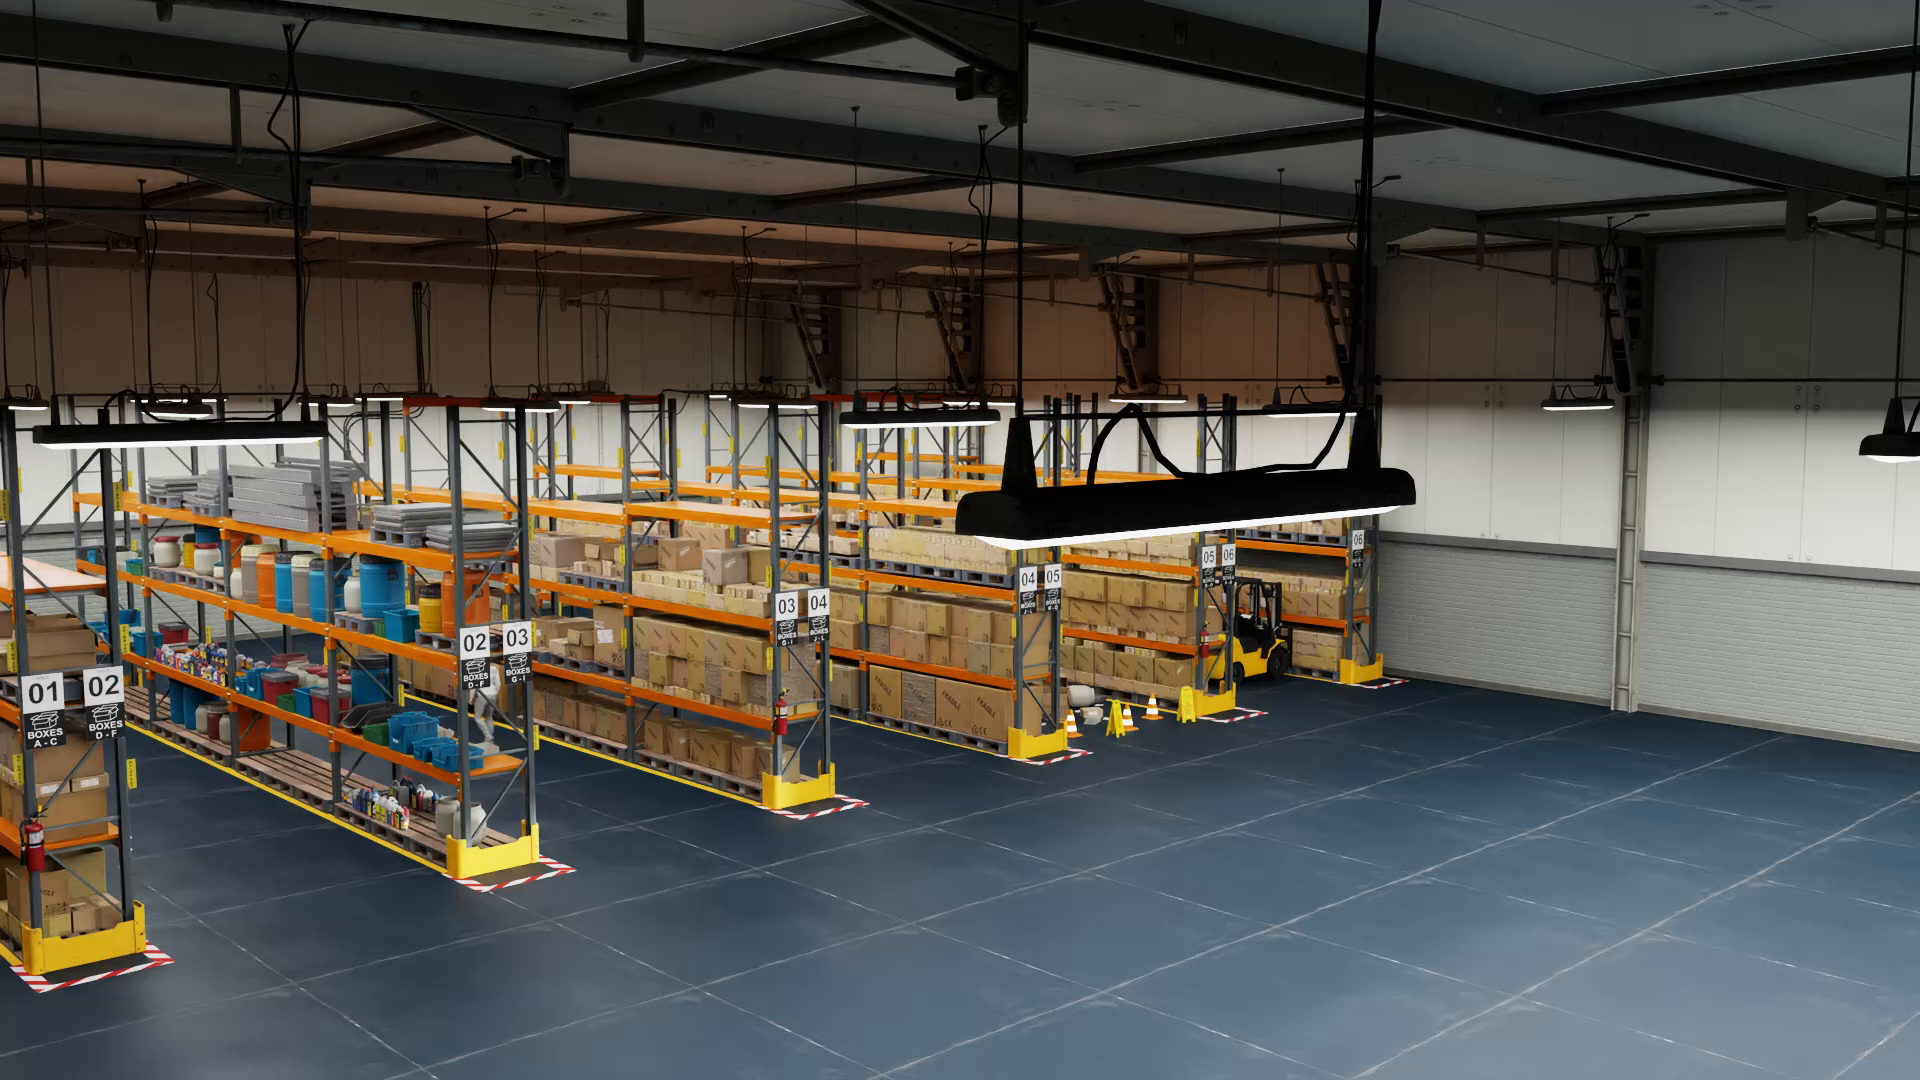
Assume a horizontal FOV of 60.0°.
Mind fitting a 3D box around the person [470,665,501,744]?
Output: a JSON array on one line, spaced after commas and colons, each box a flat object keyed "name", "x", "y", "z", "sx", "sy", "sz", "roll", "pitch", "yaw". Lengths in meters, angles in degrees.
[{"name": "person", "x": -8.139, "y": 2.748, "z": 28.669, "sx": 0.542, "sy": 1.647, "sz": 0.623, "roll": -5, "pitch": 7, "yaw": -41}]
